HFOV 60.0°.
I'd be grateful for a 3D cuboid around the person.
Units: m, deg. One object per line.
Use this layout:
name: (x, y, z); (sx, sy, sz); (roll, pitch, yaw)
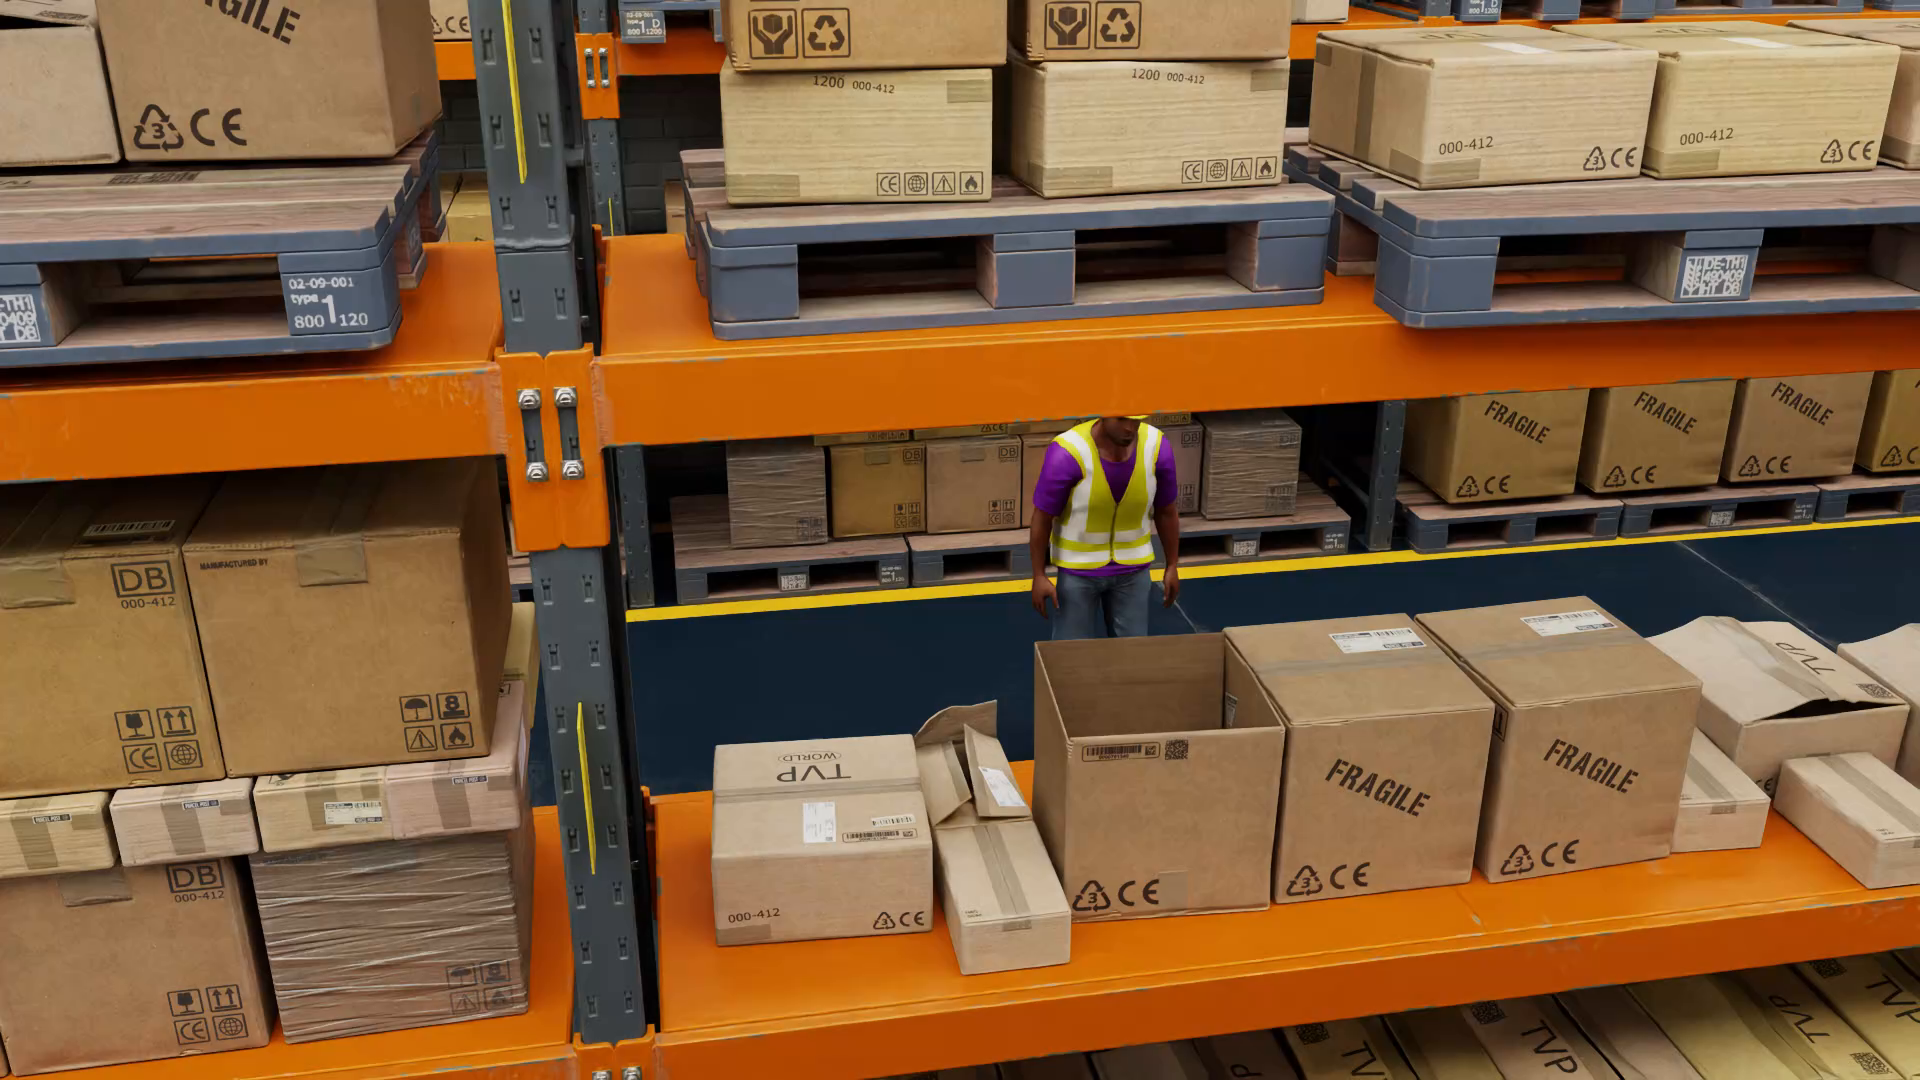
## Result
person: (0.592, 0.129, 6.772); (0.638, 1.761, 0.459); (-5, 24, -11)
